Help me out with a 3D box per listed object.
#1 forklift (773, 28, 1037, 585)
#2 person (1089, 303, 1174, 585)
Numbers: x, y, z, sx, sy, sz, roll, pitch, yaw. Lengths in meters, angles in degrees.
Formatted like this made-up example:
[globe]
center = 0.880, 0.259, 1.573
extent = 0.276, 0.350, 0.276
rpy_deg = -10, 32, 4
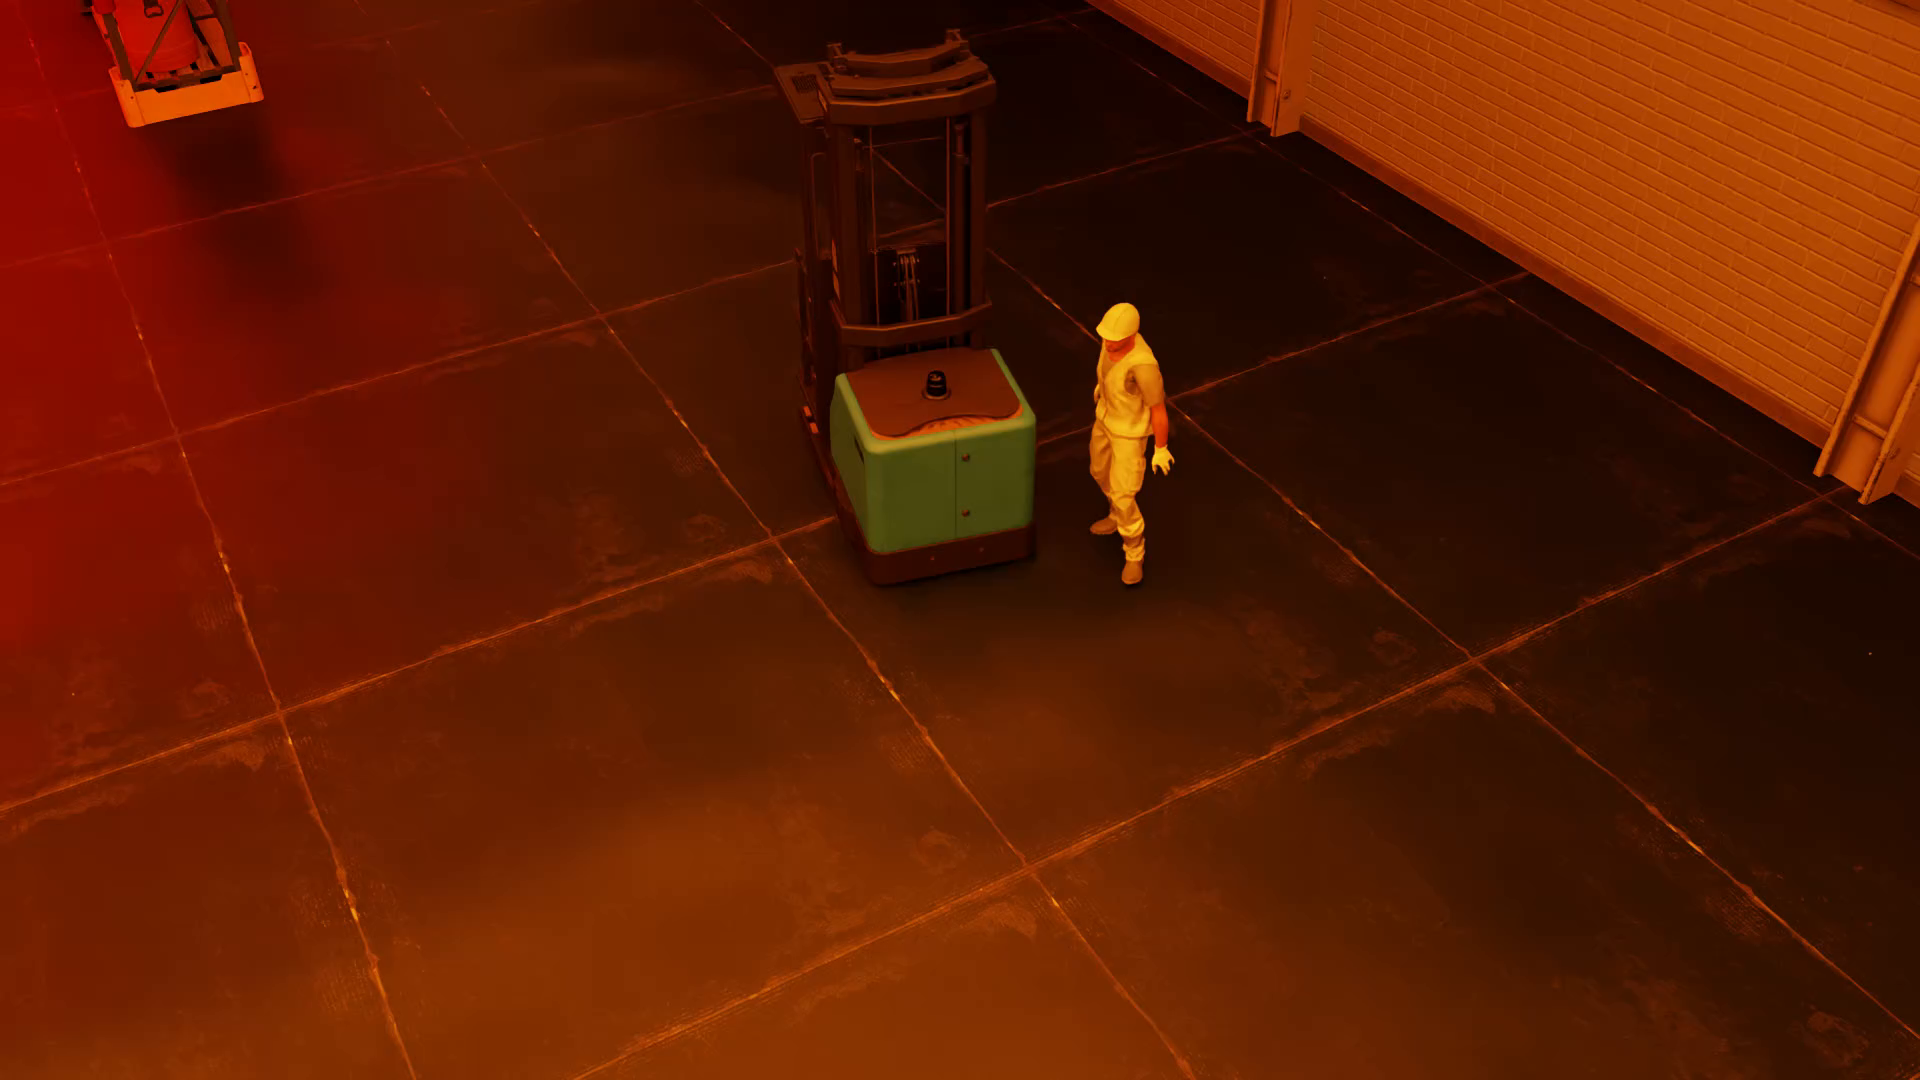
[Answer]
[forklift]
center = -0.455, -1.811, 10.220
extent = 1.130, 2.935, 3.031
rpy_deg = -11, 41, -13
[person]
center = 0.941, -0.656, 9.765
extent = 0.450, 1.749, 0.876
rpy_deg = -16, 42, -19
